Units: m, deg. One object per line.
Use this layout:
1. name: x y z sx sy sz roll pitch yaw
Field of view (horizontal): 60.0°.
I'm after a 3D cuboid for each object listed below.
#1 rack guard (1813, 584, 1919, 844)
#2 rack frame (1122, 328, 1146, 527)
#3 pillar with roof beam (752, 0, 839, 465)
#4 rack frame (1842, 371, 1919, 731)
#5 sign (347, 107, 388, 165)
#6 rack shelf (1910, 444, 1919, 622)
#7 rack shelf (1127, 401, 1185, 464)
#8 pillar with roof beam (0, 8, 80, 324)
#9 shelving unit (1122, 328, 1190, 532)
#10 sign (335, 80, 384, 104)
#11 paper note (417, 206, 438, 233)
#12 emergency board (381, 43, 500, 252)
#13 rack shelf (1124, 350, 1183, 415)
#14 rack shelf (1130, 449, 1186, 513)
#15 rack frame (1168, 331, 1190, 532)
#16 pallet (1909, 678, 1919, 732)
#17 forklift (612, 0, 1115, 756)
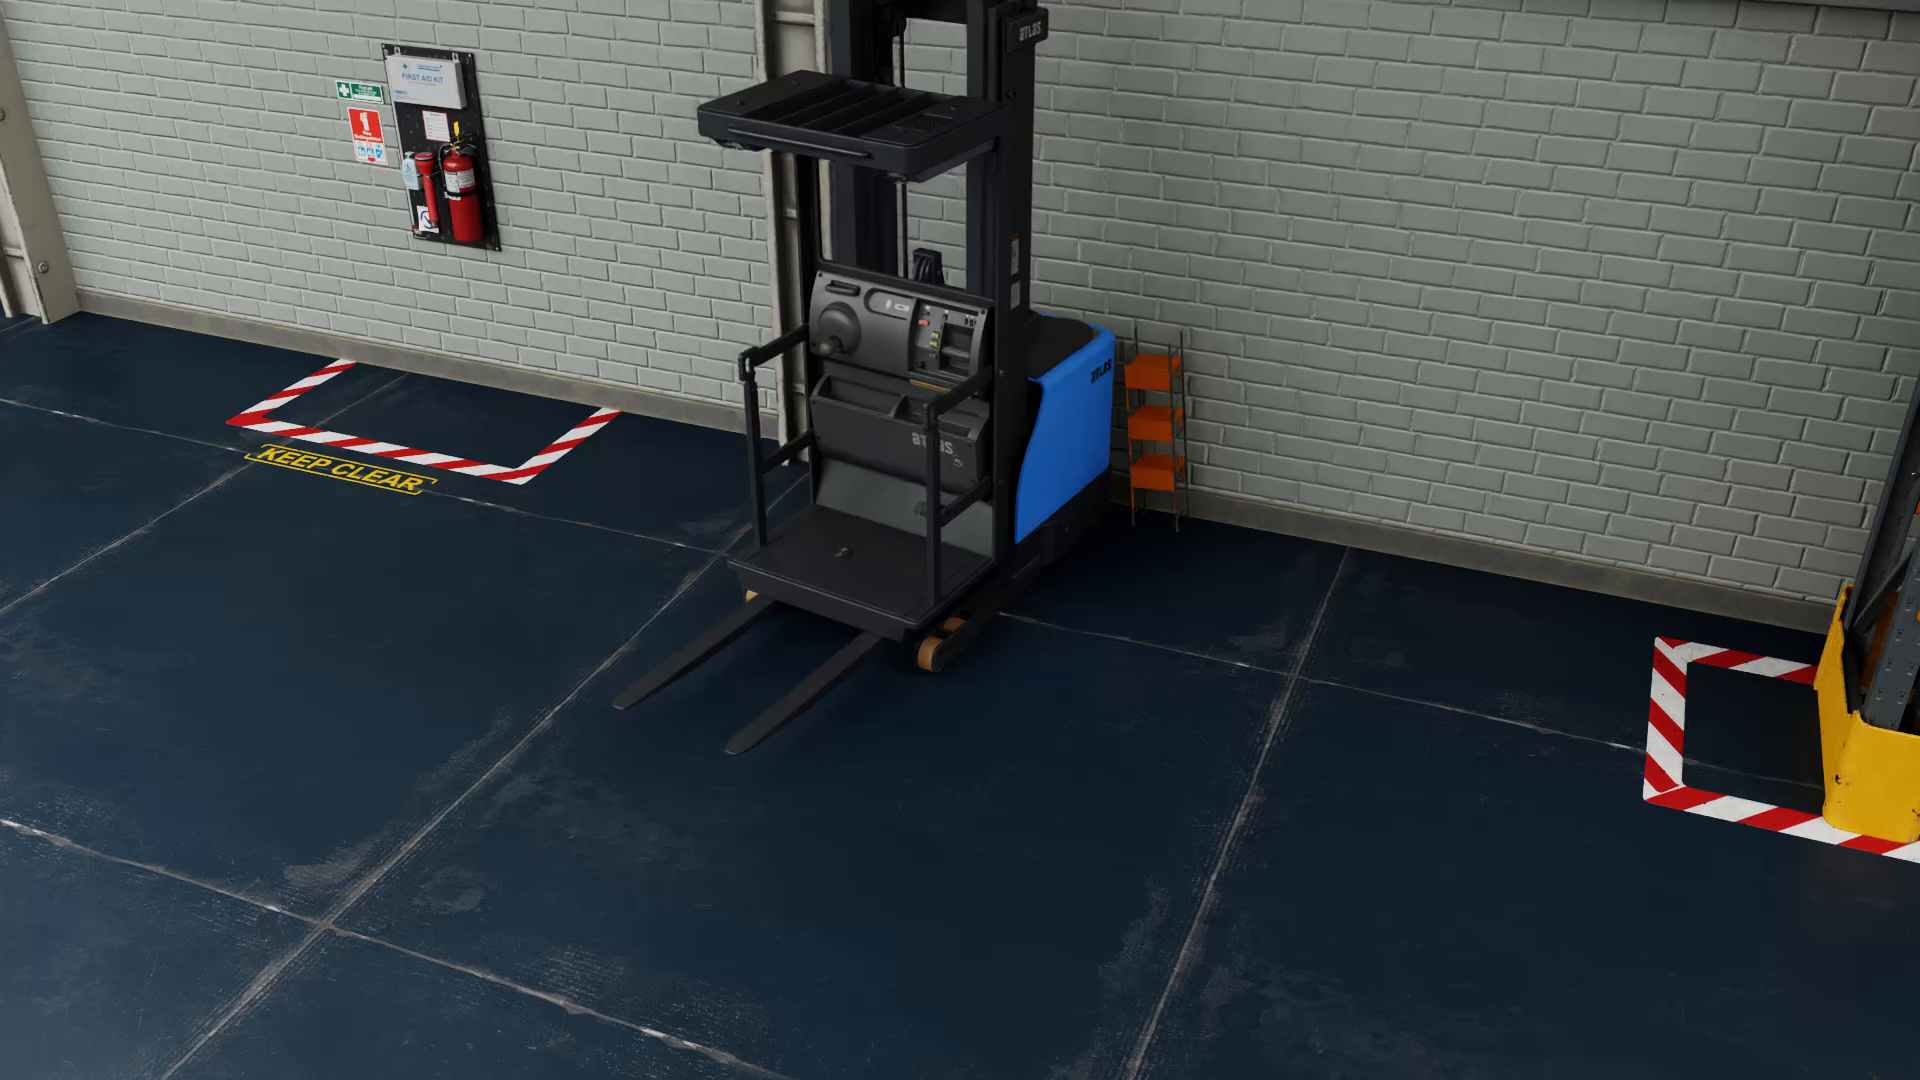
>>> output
1. rack guard: 3.865 0.703 6.999 0.348 0.500 1.175 11 31 19
2. rack frame: 0.916 -0.580 8.713 0.008 1.050 0.200 7 29 25
3. pillar with roof beam: -2.410 -2.423 3.892 0.400 9.000 9.100 11 31 19
4. rack frame: 3.795 -0.400 6.409 0.127 3.000 1.000 11 31 19
5. sign: -3.540 -2.414 9.936 0.234 0.329 0.001 11 31 19
6. rack shelf: 5.648 0.283 5.931 4.000 0.370 1.077 11 31 19
7. rack shelf: 1.026 -0.556 8.666 0.240 0.259 0.215 7 29 25
8. pillar with roof beam: -7.969 -3.533 5.856 0.400 9.000 9.100 11 31 19
9. shelving unit: 1.025 -0.566 8.661 0.252 1.050 0.215 7 29 25
10. sign: -3.539 -2.640 9.797 0.331 0.109 0.001 11 31 19
11. paper note: -3.205 -1.930 10.011 0.142 0.148 0.016 11 31 19
12. emergency board: -3.067 -2.249 9.681 0.643 1.169 0.194 11 31 19
13. rack shelf: 0.999 -0.809 8.539 0.240 0.259 0.215 7 29 25
14. rack shelf: 1.053 -0.309 8.790 0.240 0.259 0.215 7 29 25
15. rack frame: 1.135 -0.552 8.609 0.008 1.050 0.200 7 29 25
16. pallet: 4.605 0.995 6.776 1.213 0.211 1.003 11 31 19
17. forklift: -0.397 -0.927 7.412 1.130 2.935 3.031 17 34 27
